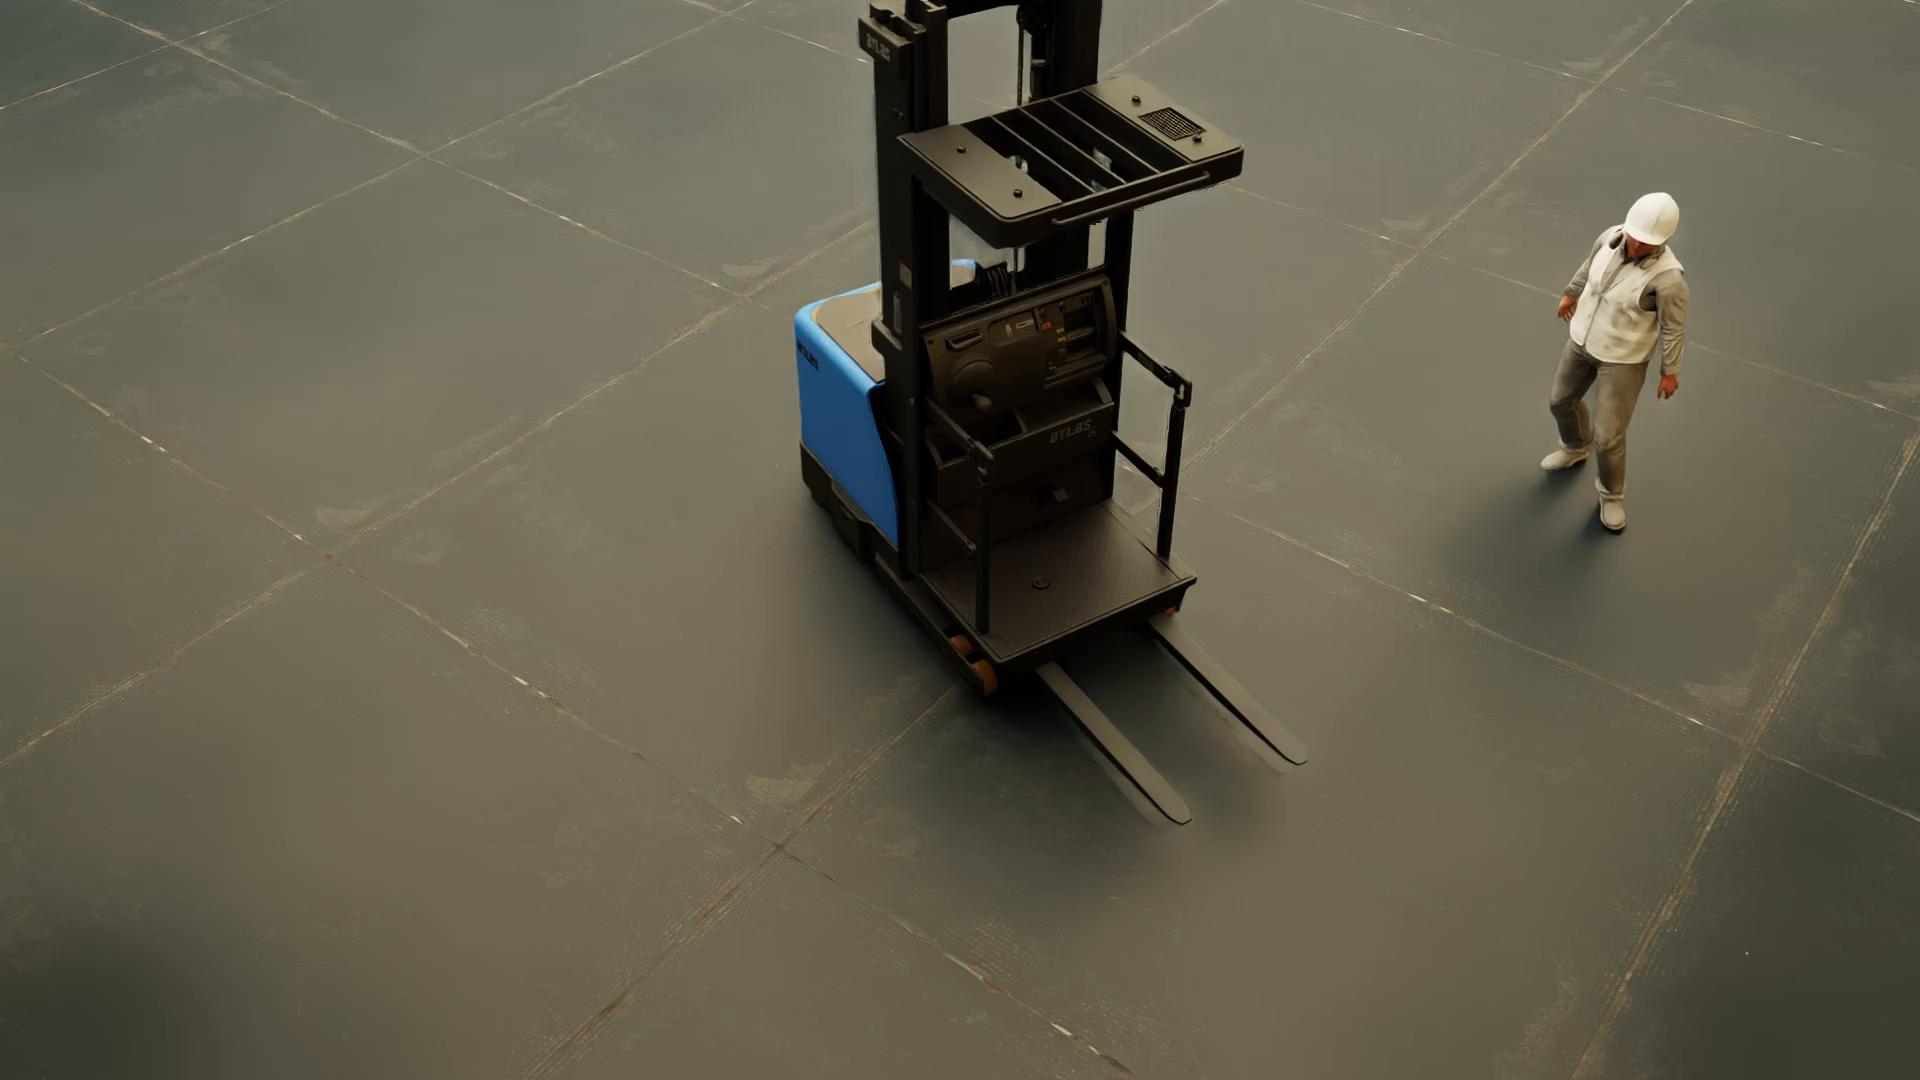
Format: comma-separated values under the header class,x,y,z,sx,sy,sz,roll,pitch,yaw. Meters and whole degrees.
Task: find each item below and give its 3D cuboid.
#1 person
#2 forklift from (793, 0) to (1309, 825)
class,x,y,z,sx,sy,sz,roll,pitch,yaw
person,3.197,-0.956,8.145,0.468,1.743,0.867,-16,43,-18
forklift,0.380,-0.757,6.962,1.130,2.935,3.031,-22,45,-23
